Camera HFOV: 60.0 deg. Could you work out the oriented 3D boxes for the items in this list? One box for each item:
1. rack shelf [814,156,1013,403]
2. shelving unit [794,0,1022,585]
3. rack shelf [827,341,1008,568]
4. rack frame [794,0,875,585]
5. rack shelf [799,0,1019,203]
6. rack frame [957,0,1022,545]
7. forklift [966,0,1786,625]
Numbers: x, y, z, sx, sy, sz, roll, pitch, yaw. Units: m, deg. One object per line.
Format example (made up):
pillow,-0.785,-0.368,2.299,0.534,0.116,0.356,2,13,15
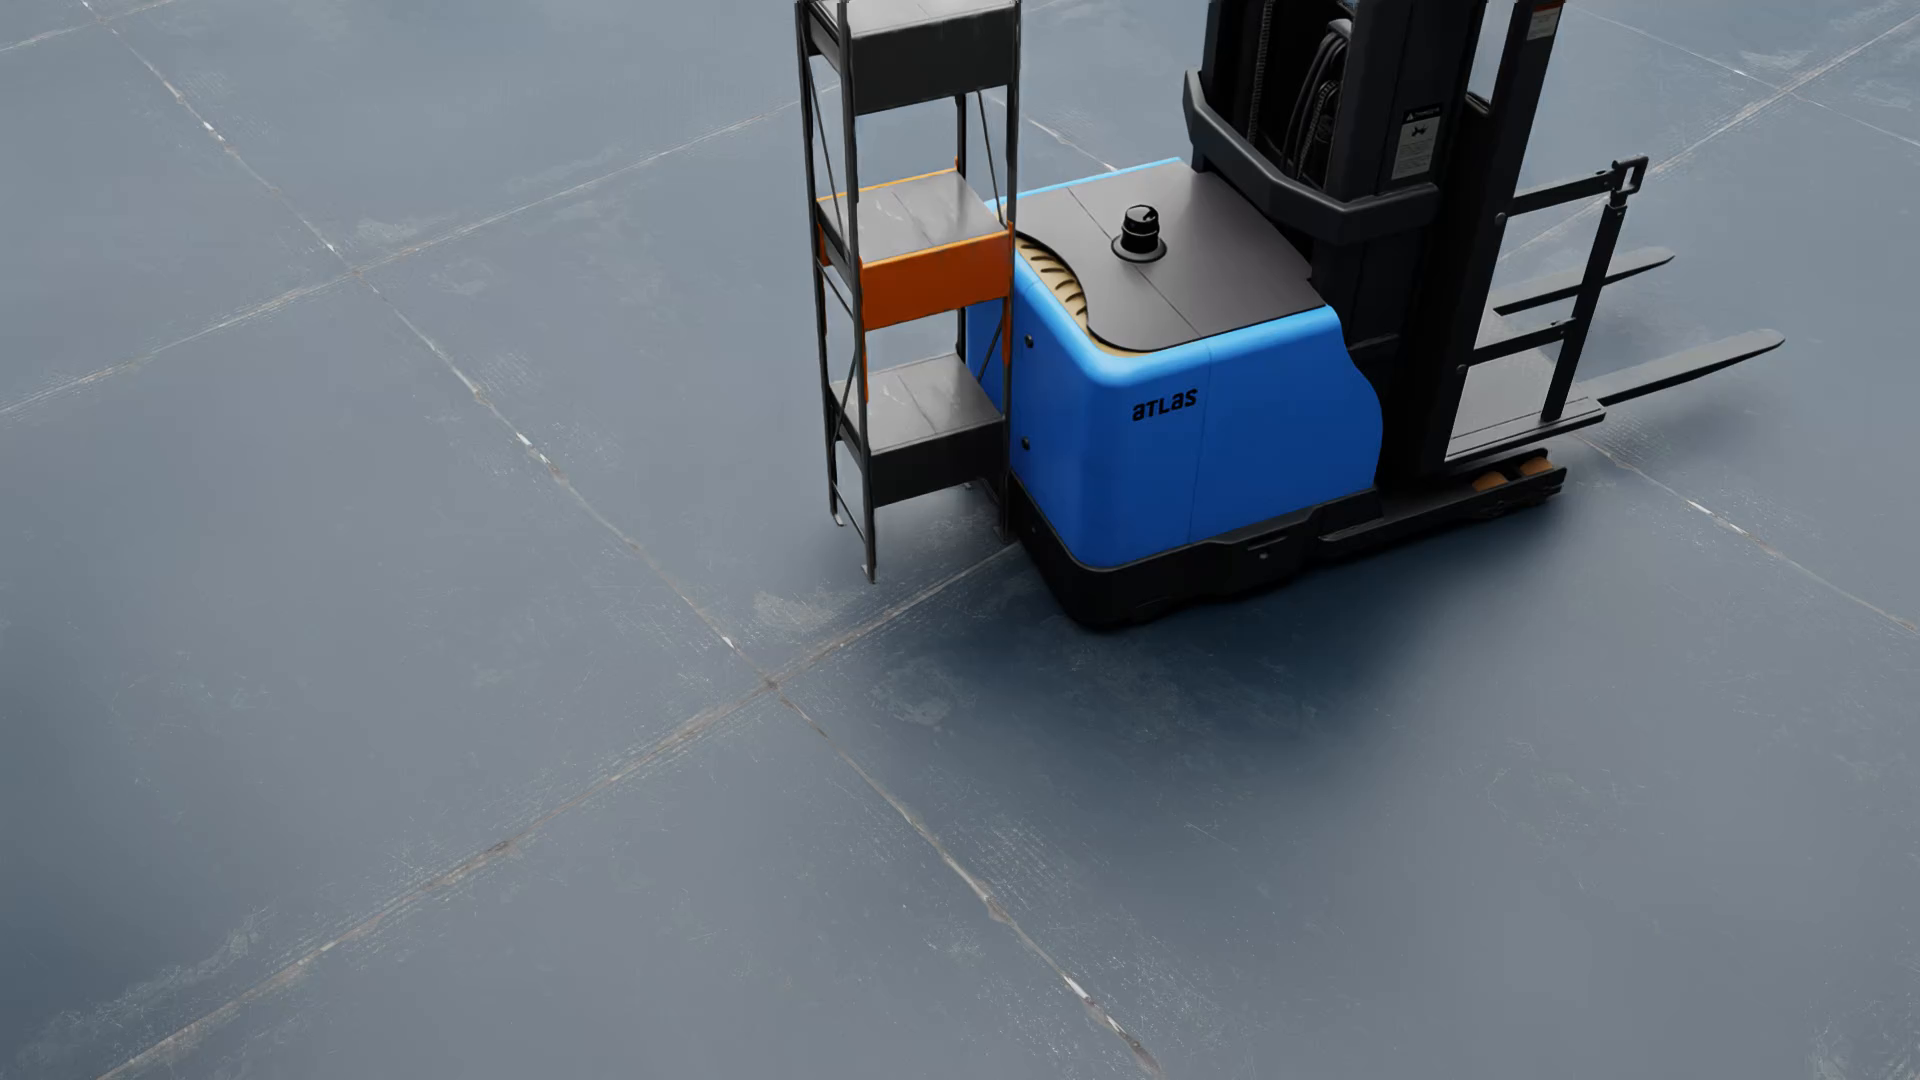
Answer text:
rack shelf,-0.147,-0.799,5.087,0.480,0.518,0.431,-16,46,-17
shelving unit,-0.147,-0.809,5.078,0.503,2.100,0.431,-16,46,-17
rack shelf,-0.147,-0.289,5.566,0.480,0.518,0.431,-16,46,-17
rack frame,-0.371,-0.743,5.007,0.015,2.100,0.400,-16,46,-17
rack shelf,-0.147,-1.310,4.608,0.480,0.518,0.431,-16,46,-17
rack frame,0.078,-0.875,5.148,0.015,2.100,0.400,-16,46,-17
forklift,1.573,-1.460,5.163,3.031,2.935,1.130,-16,46,-17
